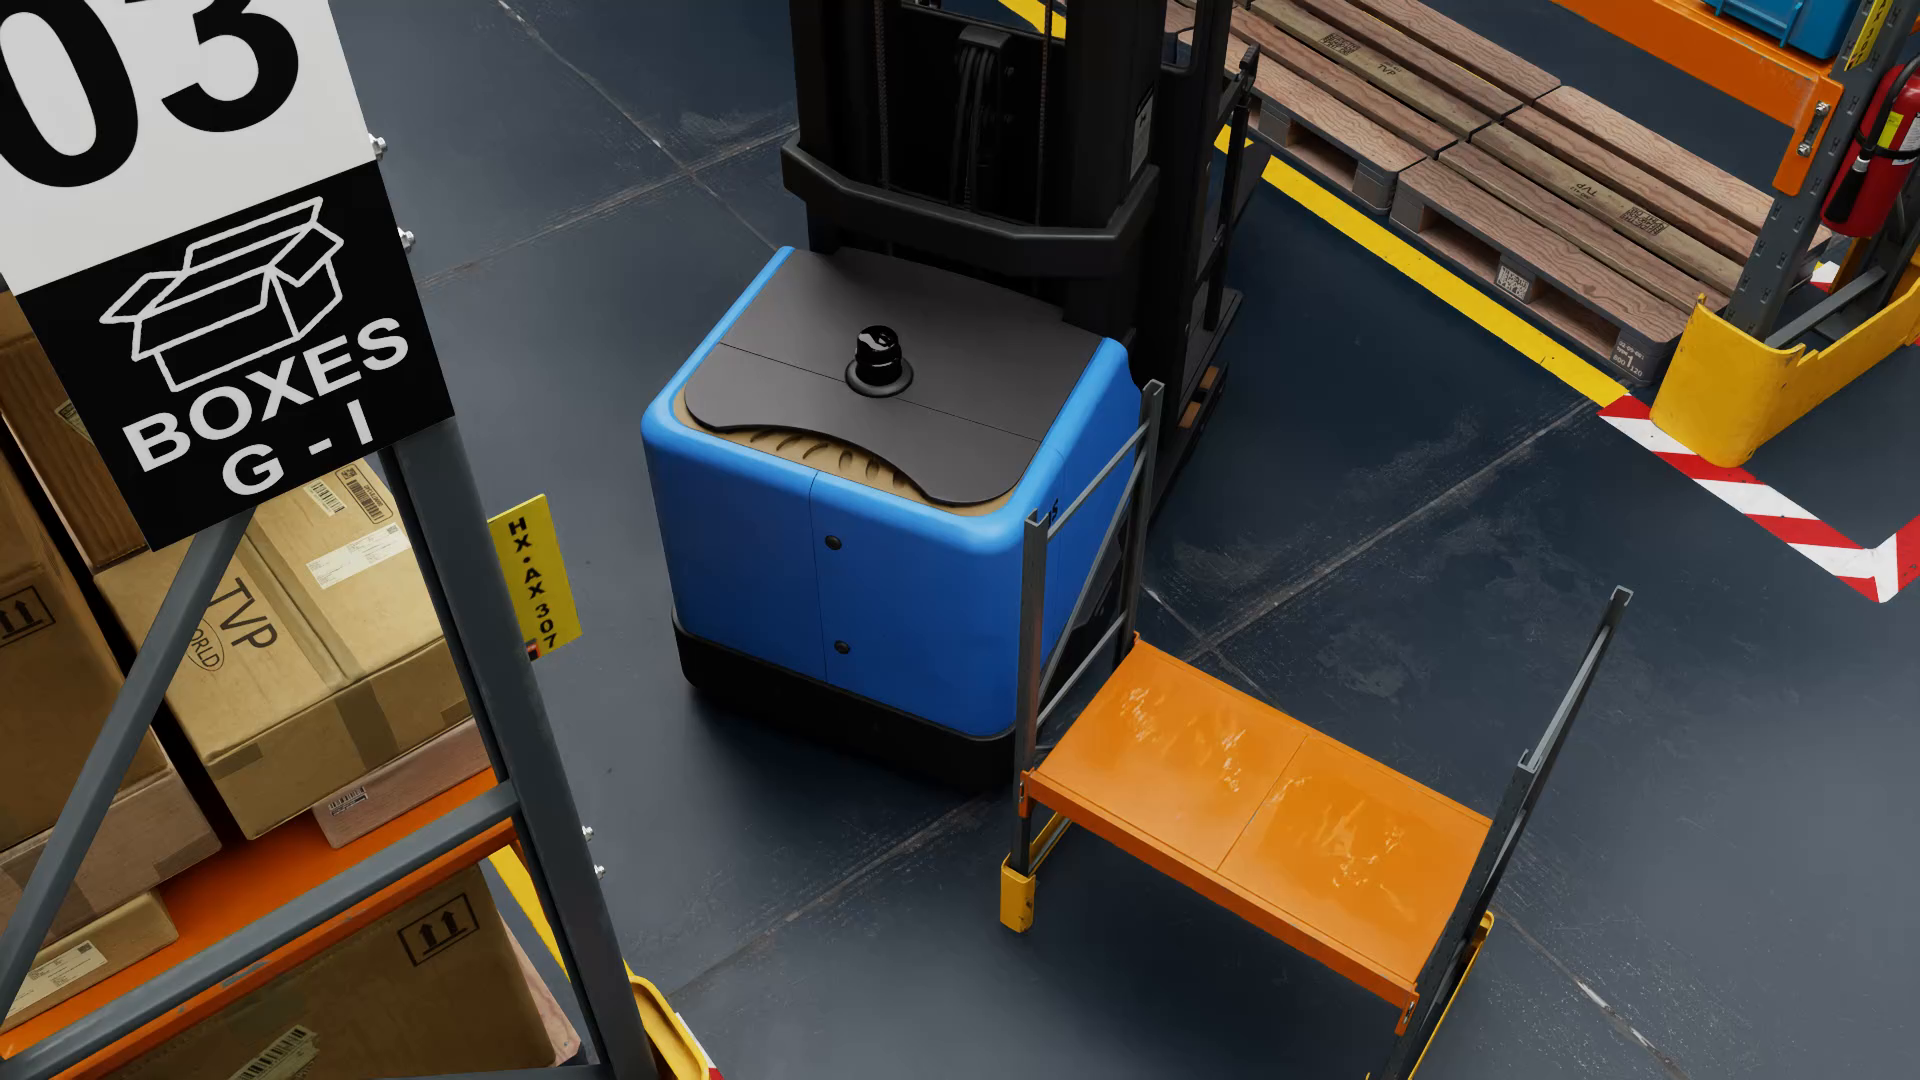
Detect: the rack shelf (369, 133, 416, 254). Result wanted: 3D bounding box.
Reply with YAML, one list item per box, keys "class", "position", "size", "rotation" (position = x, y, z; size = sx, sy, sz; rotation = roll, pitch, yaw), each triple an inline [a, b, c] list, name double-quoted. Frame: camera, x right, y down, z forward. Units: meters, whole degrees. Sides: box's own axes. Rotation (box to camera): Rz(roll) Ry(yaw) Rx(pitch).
- class: "rack shelf"
  position: [-2.303, -1.318, 2.881]
  size: [1.077, 0.370, 4.000]
  rotation: [-29, 54, -24]

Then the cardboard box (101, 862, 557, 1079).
- class: "cardboard box"
  position: [-1.543, 0.858, 3.598]
  size: [0.875, 0.875, 0.875]
  rotation: [-29, 54, -24]

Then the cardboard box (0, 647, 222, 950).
- class: "cardboard box"
  position: [-1.597, 0.411, 2.754]
  size: [0.500, 0.250, 0.500]
  rotation: [-30, 55, -25]

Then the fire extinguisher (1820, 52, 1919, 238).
- class: "fire extinguisher"
  position: [2.580, -1.151, 4.573]
  size: [0.296, 0.674, 0.183]
  rotation: [-29, 54, -24]

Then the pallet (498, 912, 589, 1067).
- class: "pallet"
  position: [-1.638, 1.127, 4.086]
  size: [1.003, 0.211, 1.213]
  rotation: [-29, 54, -24]

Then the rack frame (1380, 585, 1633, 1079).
- class: "rack frame"
  position: [1.117, 0.747, 3.560]
  size: [0.032, 1.500, 0.500]
  rotation: [27, 53, 22]

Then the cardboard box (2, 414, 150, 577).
- class: "cardboard box"
  position: [-1.488, -0.130, 3.244]
  size: [0.500, 0.250, 0.500]
  rotation: [-30, 54, -24]

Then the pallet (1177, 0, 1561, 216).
- class: "pallet"
  position: [1.647, -1.881, 6.813]
  size: [1.003, 0.211, 1.213]
  rotation: [-29, 54, -24]

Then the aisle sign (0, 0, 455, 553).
- class: "aisle sign"
  position: [-0.810, -0.338, 1.777]
  size: [0.394, 0.787, 0.004]
  rotation: [-29, 54, -24]

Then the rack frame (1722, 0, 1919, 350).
- class: "rack frame"
  position: [2.850, -1.595, 4.671]
  size: [1.000, 3.000, 0.127]
  rotation: [-29, 54, -24]

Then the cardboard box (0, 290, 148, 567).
- class: "cardboard box"
  position: [-1.470, -0.373, 2.958]
  size: [0.500, 0.500, 0.500]
  rotation: [-31, 55, -25]

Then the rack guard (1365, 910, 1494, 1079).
- class: "rack guard"
  position: [1.116, 1.167, 4.024]
  size: [0.087, 0.250, 0.587]
  rotation: [27, 53, 22]

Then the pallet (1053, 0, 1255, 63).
- class: "pallet"
  position: [0.904, -2.601, 7.465]
  size: [1.003, 0.211, 1.213]
  rotation: [-29, 54, -24]

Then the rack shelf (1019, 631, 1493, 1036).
- class: "rack shelf"
  position: [0.698, 0.654, 3.887]
  size: [1.000, 0.185, 0.538]
  rotation: [27, 53, 22]

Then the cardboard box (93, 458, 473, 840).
- class: "cardboard box"
  position: [-1.168, 0.173, 2.969]
  size: [0.500, 0.250, 0.500]
  rotation: [-31, 55, -25]

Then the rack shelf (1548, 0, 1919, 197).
- class: "rack shelf"
  position: [1.639, -2.533, 6.007]
  size: [1.077, 0.370, 4.000]
  rotation: [-29, 54, -24]

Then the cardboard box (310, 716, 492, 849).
- class: "cardboard box"
  position: [-1.044, 0.354, 3.074]
  size: [0.380, 0.149, 0.250]
  rotation: [-29, 54, -24]

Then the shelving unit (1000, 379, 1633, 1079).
- class: "shelving unit"
  position: [0.706, 0.537, 3.751]
  size: [1.083, 1.500, 0.587]
  rotation: [27, 53, 22]

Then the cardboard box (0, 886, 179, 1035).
- class: "cardboard box"
  position: [-1.570, 0.649, 2.807]
  size: [0.380, 0.149, 0.250]
  rotation: [-28, 54, -23]

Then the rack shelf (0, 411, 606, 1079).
- class: "rack shelf"
  position: [-2.303, -0.311, 3.993]
  size: [1.077, 0.370, 4.000]
  rotation: [-29, 54, -24]

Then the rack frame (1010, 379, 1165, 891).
- class: "rack frame"
  position: [0.280, 0.319, 3.948]
  size: [0.032, 1.500, 0.500]
  rotation: [27, 53, 22]

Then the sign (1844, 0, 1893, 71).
- class: "sign"
  position: [2.422, -1.393, 4.378]
  size: [0.100, 0.325, 0.005]
  rotation: [-29, 54, -24]

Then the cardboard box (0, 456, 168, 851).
- class: "cardboard box"
  position: [-1.596, 0.156, 2.478]
  size: [0.500, 0.500, 0.500]
  rotation: [-29, 54, -24]

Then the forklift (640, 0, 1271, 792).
- class: "forklift"
  position: [0.254, -1.407, 4.547]
  size: [1.130, 2.935, 3.031]
  rotation: [18, 50, 16]

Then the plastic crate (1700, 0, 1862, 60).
- class: "plastic crate"
  position: [2.498, -1.741, 4.739]
  size: [0.616, 0.435, 0.499]
  rotation: [-29, 54, -24]

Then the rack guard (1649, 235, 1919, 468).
- class: "rack guard"
  position: [2.875, -0.747, 5.590]
  size: [1.175, 0.500, 0.348]
  rotation: [-29, 54, -24]

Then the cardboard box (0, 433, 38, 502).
- class: "cardboard box"
  position: [-2.212, -0.189, 3.297]
  size: [0.500, 0.250, 0.500]
  rotation: [-31, 55, -25]

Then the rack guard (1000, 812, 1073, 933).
- class: "rack guard"
  position: [0.296, 0.747, 4.404]
  size: [0.087, 0.250, 0.587]
  rotation: [27, 53, 22]

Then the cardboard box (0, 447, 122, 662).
- class: "cardboard box"
  position: [-1.903, 0.111, 3.025]
  size: [0.500, 0.250, 0.500]
  rotation: [-30, 55, -25]

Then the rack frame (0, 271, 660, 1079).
- class: "rack frame"
  position: [-1.095, 0.628, 2.656]
  size: [0.949, 2.616, 0.053]
  rotation: [-29, 54, -24]

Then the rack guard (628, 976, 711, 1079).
- class: "rack guard"
  position: [-1.077, 1.481, 3.570]
  size: [1.175, 0.500, 0.348]
  rotation: [-29, 54, -24]

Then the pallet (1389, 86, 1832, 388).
- class: "pallet"
  position: [2.381, -1.162, 6.161]
  size: [1.003, 0.211, 1.213]
  rotation: [-29, 54, -24]

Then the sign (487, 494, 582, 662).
- class: "sign"
  position: [-0.647, 0.064, 2.529]
  size: [0.100, 0.325, 0.005]
  rotation: [-29, 54, -24]
